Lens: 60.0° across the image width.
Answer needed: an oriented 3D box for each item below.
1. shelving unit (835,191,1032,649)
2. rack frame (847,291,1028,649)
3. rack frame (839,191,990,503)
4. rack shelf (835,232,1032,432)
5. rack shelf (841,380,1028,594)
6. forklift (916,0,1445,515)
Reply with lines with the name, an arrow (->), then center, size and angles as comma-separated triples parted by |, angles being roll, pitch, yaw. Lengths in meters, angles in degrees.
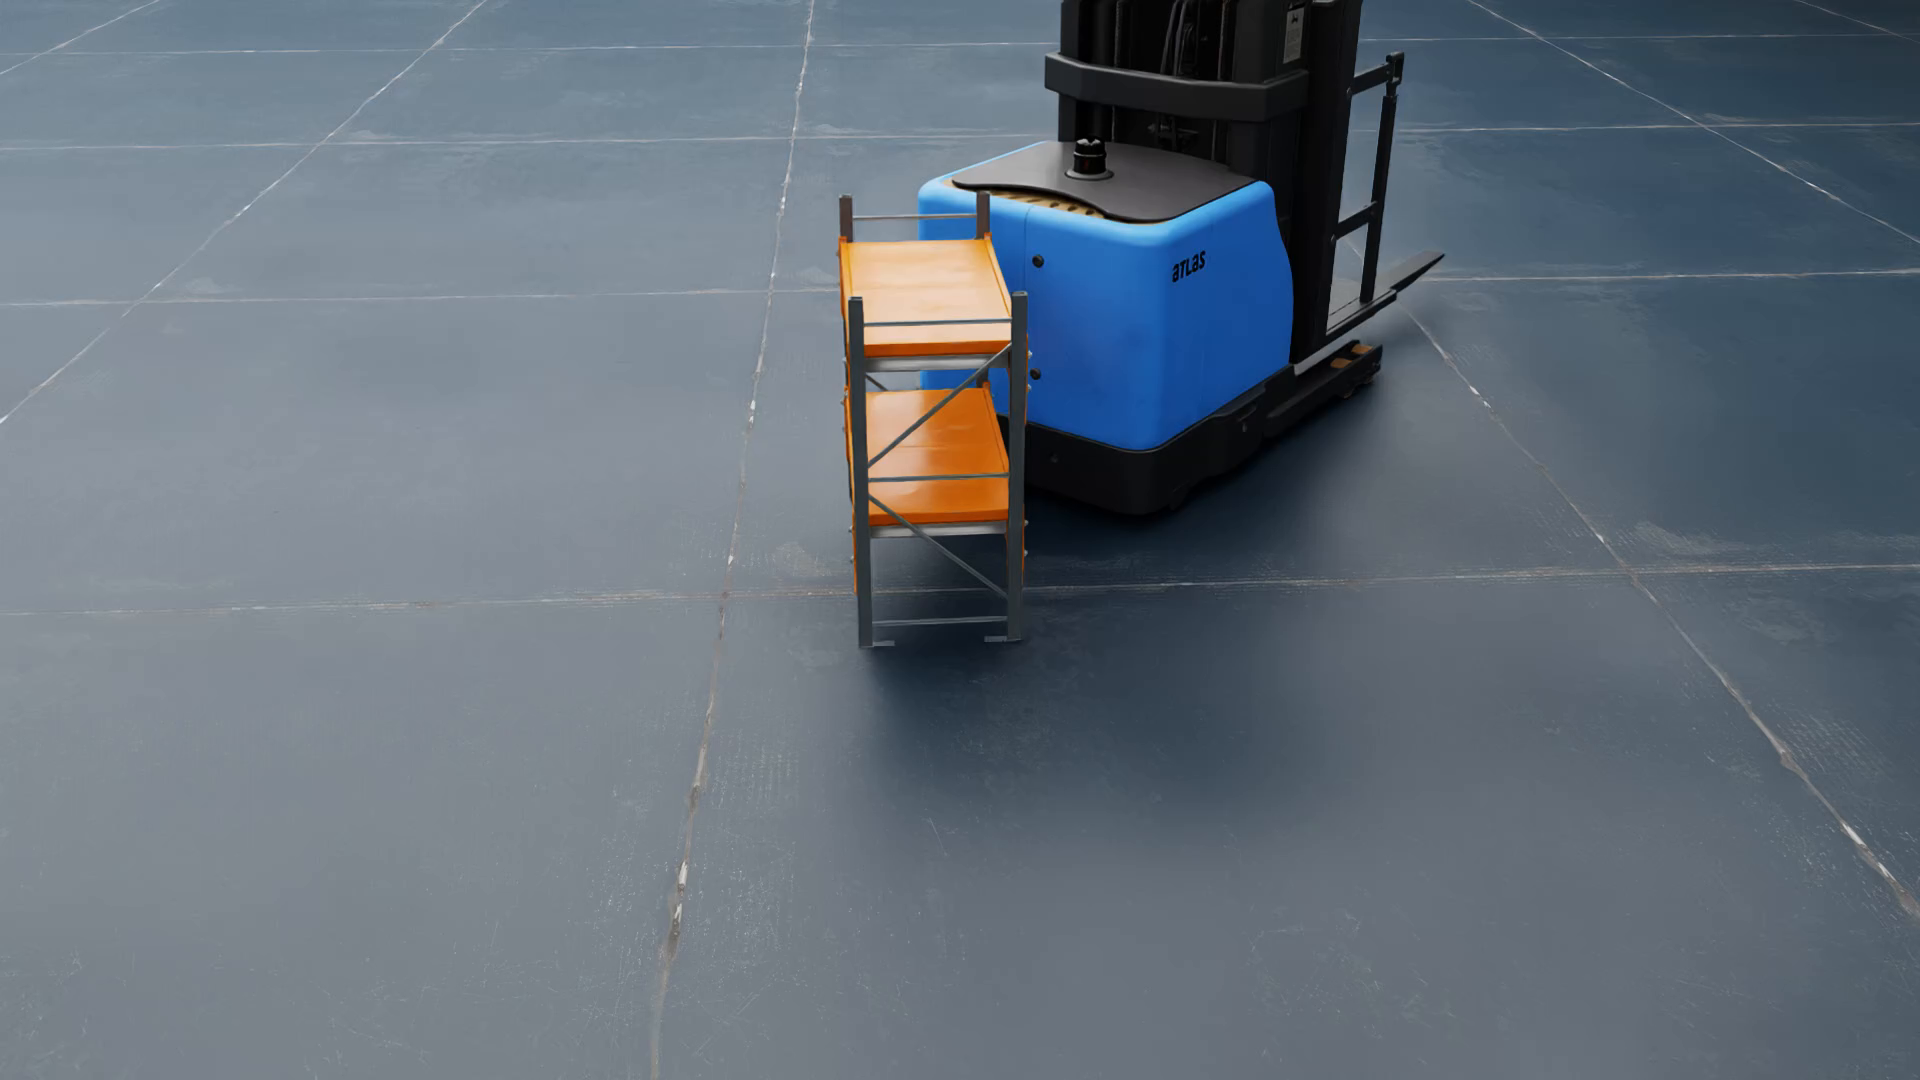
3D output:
shelving unit -> -0.107, -0.414, 5.328 | 0.538, 1.125, 1.048 | -2, 28, -4
rack frame -> -0.062, -0.180, 4.879 | 0.500, 1.125, 0.032 | -2, 28, -4
rack frame -> -0.151, -0.648, 5.777 | 0.500, 1.125, 0.032 | -2, 28, -4
rack shelf -> -0.107, -0.674, 5.193 | 0.538, 0.278, 1.000 | -2, 28, -4
rack shelf -> -0.107, -0.198, 5.441 | 0.538, 0.278, 1.000 | -2, 28, -4
forklift -> 1.123, -2.007, 6.428 | 1.130, 2.935, 3.031 | 19, 33, 32
